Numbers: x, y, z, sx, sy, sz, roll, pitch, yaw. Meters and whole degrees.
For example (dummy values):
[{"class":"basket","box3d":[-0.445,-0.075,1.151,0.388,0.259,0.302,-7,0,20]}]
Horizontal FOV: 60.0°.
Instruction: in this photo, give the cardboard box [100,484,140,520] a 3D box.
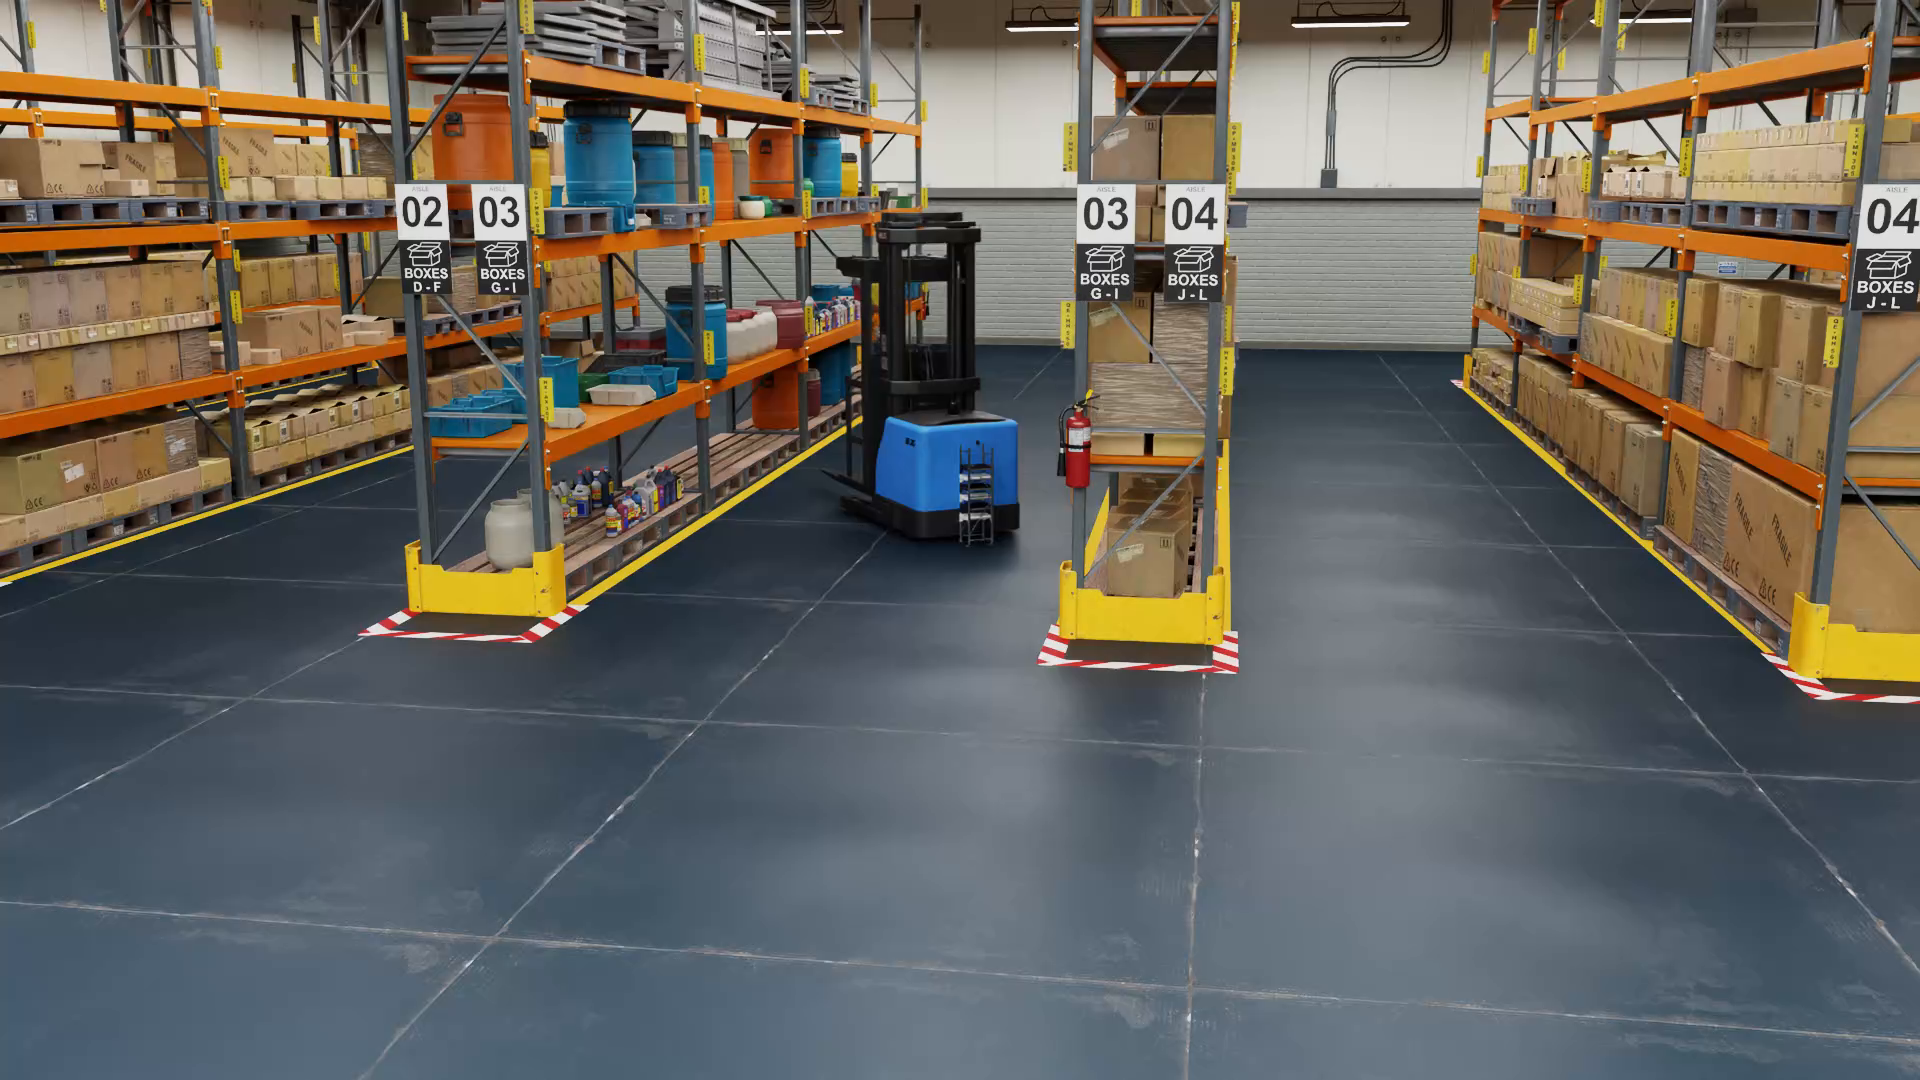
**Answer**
[{"class":"cardboard box","box3d":[-7.954,-0.358,15.323,0.500,0.250,0.500,2,12,9]}]

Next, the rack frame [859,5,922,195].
[{"class":"rack frame","box3d":[-1.134,-7.183,27.218,1.000,3.000,0.127,2,12,9]}]

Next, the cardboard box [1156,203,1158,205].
[{"class":"cardboard box","box3d":[1.284,-2.471,12.831,0.500,0.250,0.500,2,12,10]}]

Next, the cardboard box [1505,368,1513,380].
[{"class":"cardboard box","box3d":[7.828,-2.315,23.228,0.380,0.149,0.250,2,12,9]}]

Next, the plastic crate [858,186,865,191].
[{"class":"plastic crate","box3d":[-1.640,-5.377,26.107,0.504,0.338,0.767,2,12,9]}]

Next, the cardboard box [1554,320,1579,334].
[{"class":"cardboard box","box3d":[7.037,-2.442,19.063,0.380,0.149,0.250,2,12,10]}]

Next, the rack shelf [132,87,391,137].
[{"class":"rack shelf","box3d":[-7.565,-4.715,18.425,1.077,0.370,4.000,2,12,9]}]

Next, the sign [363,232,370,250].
[{"class":"sign","box3d":[-10.389,-5.232,29.098,0.100,0.325,0.005,2,12,9]}]

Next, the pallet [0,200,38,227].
[{"class":"pallet","box3d":[-8.354,-2.650,13.516,1.003,0.211,1.213,2,12,9]}]

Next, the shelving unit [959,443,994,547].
[{"class":"shelving unit","box3d":[0.148,-0.403,14.985,0.258,0.900,0.210,-5,13,-21]}]

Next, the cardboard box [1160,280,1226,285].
[{"class":"cardboard box","box3d":[1.813,-1.756,12.959,0.500,0.500,0.500,2,12,9]}]

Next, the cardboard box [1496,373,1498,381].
[{"class":"cardboard box","box3d":[8.035,-2.379,24.233,0.380,0.149,0.250,1,12,6]}]

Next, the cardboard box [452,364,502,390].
[{"class":"cardboard box","box3d":[-6.673,-2.147,22.980,0.500,0.500,0.500,1,12,7]}]

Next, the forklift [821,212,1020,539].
[{"class":"forklift","box3d":[-0.533,-1.709,16.222,1.130,2.935,3.031,-6,13,-25]}]

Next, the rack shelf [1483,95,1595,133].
[{"class":"rack shelf","box3d":[8.338,-6.071,23.775,1.077,0.370,4.000,2,12,9]}]

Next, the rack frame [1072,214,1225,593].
[{"class":"rack frame","box3d":[1.300,-0.759,11.651,1.000,3.000,0.127,2,12,9]}]

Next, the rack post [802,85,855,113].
[{"class":"rack post","box3d":[-1.934,-5.680,21.433,0.937,0.300,0.954,3,13,15]}]

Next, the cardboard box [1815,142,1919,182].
[{"class":"cardboard box","box3d":[5.984,-2.481,10.936,0.500,0.250,0.500,2,12,9]}]

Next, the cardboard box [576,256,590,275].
[{"class":"cardboard box","box3d":[-6.134,-4.420,26.027,0.500,0.500,0.500,2,12,7]}]

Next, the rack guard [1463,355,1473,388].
[{"class":"rack guard","box3d":[8.634,-2.670,26.452,1.175,0.500,0.348,2,12,9]}]

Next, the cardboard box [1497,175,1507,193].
[{"class":"cardboard box","box3d":[8.077,-5.143,24.045,0.500,0.250,0.500,1,12,7]}]

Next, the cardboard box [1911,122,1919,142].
[{"class":"cardboard box","box3d":[6.630,-2.729,11.143,0.380,0.149,0.250,2,12,8]}]

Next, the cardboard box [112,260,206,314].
[{"class":"cardboard box","box3d":[-7.935,-2.504,16.431,0.700,0.500,0.500,2,12,9]}]

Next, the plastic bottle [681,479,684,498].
[{"class":"plastic bottle","box3d":[-2.727,-0.513,16.110,0.097,0.201,0.097,0,12,0]}]

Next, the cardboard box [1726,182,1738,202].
[{"class":"cardboard box","box3d":[6.254,-2.731,13.043,0.380,0.149,0.250,2,12,8]}]

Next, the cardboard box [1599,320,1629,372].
[{"class":"cardboard box","box3d":[6.926,-1.996,17.153,0.500,0.500,0.500,2,12,9]}]

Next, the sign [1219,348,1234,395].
[{"class":"sign","box3d":[1.836,-1.164,11.478,0.100,0.325,0.005,2,12,9]}]

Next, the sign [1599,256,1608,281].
[{"class":"sign","box3d":[8.580,-3.624,22.197,0.100,0.325,0.005,2,12,9]}]

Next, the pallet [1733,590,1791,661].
[{"class":"pallet","box3d":[6.231,0.617,11.885,1.003,0.211,1.213,2,12,9]}]

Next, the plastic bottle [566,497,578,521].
[{"class":"plastic bottle","box3d":[-3.510,-0.283,15.042,0.097,0.201,0.097,0,12,0]}]

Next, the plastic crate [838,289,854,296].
[{"class":"plastic crate","box3d":[-1.745,-3.820,26.111,0.416,0.233,0.300,2,12,9]}]

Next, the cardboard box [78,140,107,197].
[{"class":"cardboard box","box3d":[-8.251,-3.365,15.050,0.797,0.503,0.637,3,13,15]}]

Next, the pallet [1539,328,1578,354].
[{"class":"pallet","box3d":[7.420,-2.300,19.260,1.213,0.211,1.003,2,12,9]}]

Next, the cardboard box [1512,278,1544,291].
[{"class":"cardboard box","box3d":[7.516,-3.381,22.007,0.380,0.149,0.250,3,12,12]}]

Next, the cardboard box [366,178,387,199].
[{"class":"cardboard box","box3d":[-7.272,-4.248,20.080,0.500,0.250,0.500,1,12,4]}]

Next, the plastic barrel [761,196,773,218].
[{"class":"plastic barrel","box3d":[-2.351,-3.922,19.577,0.294,0.245,0.294,0,12,0]}]

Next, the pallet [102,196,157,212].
[{"class":"pallet","box3d":[-11.937,-4.648,23.027,1.003,0.211,1.213,2,12,11]}]

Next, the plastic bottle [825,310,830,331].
[{"class":"plastic bottle","box3d":[-1.755,-2.865,21.729,0.097,0.271,0.097,0,12,0]}]

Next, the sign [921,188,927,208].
[{"class":"sign","box3d":[-0.587,-5.651,27.478,0.100,0.325,0.005,2,12,9]}]

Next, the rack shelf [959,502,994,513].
[{"class":"rack shelf","box3d":[0.148,-0.283,15.011,0.258,0.077,0.200,-5,13,-21]}]

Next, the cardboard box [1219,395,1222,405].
[{"class":"cardboard box","box3d":[2.098,-1.257,14.558,0.380,0.149,0.250,2,12,9]}]

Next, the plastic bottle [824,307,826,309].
[{"class":"plastic bottle","box3d":[-1.806,-3.005,22.378,0.097,0.271,0.097,0,12,0]}]

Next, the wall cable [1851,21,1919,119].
[{"class":"wall cable","box3d":[17.639,-7.790,29.946,2.988,3.039,0.133,2,12,9]}]

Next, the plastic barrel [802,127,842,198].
[{"class":"plastic barrel","box3d":[-1.860,-4.974,21.902,0.600,0.901,0.708,2,12,9]}]

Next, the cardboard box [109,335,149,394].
[{"class":"cardboard box","box3d":[-8.091,-1.655,15.573,0.700,0.500,0.500,2,12,9]}]

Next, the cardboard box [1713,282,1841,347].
[{"class":"cardboard box","box3d":[6.740,-1.817,13.642,0.875,0.550,0.550,2,12,9]}]

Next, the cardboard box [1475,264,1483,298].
[{"class":"cardboard box","box3d":[8.304,-4.018,25.828,0.500,0.500,0.500,2,12,11]}]

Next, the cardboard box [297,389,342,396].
[{"class":"cardboard box","box3d":[-7.701,-1.672,20.087,0.500,0.311,0.500,2,12,7]}]

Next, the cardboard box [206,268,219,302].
[{"class":"cardboard box","box3d":[-11.360,-3.838,24.948,0.500,0.500,0.500,2,12,8]}]

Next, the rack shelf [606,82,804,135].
[{"class":"rack shelf","box3d":[-2.671,-4.554,17.677,1.077,0.370,4.000,2,12,9]}]

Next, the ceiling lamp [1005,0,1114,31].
[{"class":"ceiling lamp","box3d":[1.768,-10.513,28.817,2.000,3.185,0.800,2,12,9]}]

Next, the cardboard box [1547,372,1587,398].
[{"class":"cardboard box","box3d":[7.329,-1.849,19.865,0.500,0.250,0.500,2,12,9]}]

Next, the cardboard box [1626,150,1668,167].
[{"class":"cardboard box","box3d":[7.829,-4.314,18.975,0.396,0.266,0.258,2,12,9]}]

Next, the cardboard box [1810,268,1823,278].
[{"class":"cardboard box","box3d":[13.197,-4.215,25.079,0.500,0.500,0.500,2,12,7]}]
